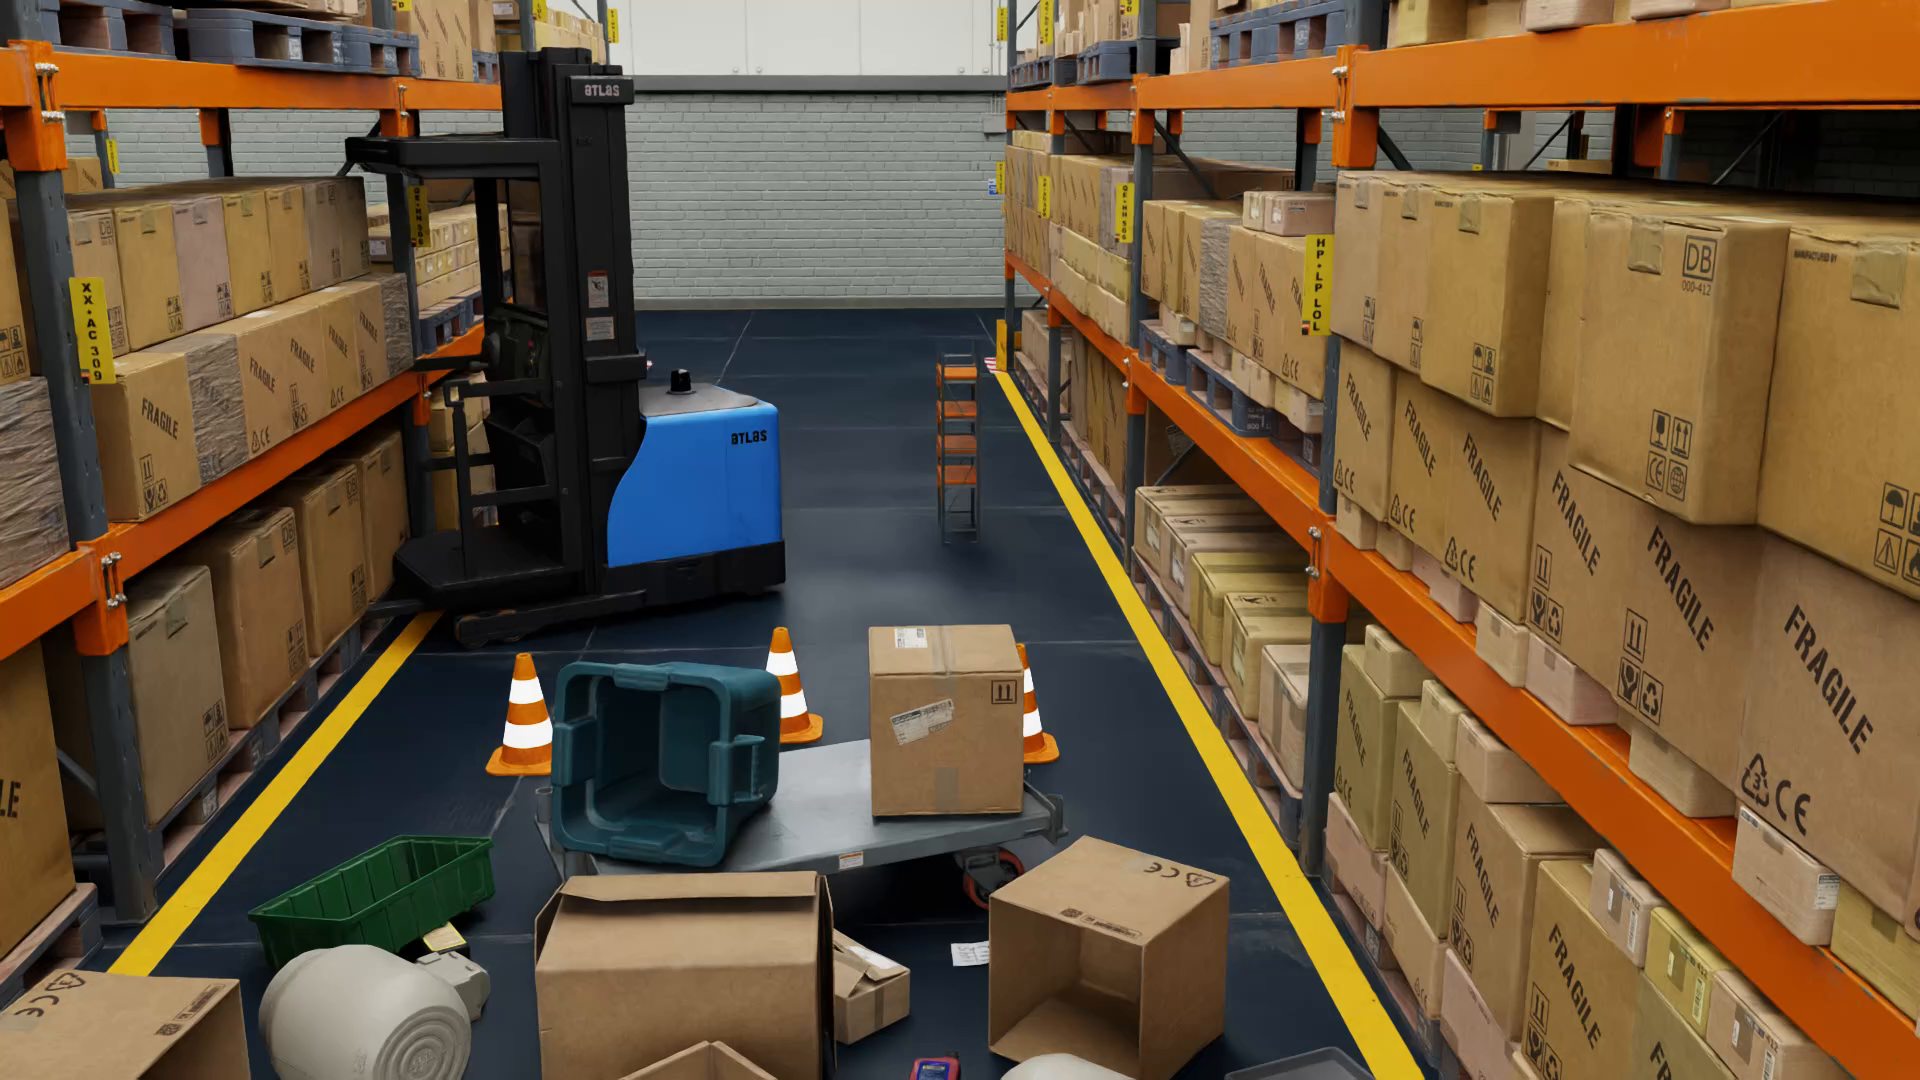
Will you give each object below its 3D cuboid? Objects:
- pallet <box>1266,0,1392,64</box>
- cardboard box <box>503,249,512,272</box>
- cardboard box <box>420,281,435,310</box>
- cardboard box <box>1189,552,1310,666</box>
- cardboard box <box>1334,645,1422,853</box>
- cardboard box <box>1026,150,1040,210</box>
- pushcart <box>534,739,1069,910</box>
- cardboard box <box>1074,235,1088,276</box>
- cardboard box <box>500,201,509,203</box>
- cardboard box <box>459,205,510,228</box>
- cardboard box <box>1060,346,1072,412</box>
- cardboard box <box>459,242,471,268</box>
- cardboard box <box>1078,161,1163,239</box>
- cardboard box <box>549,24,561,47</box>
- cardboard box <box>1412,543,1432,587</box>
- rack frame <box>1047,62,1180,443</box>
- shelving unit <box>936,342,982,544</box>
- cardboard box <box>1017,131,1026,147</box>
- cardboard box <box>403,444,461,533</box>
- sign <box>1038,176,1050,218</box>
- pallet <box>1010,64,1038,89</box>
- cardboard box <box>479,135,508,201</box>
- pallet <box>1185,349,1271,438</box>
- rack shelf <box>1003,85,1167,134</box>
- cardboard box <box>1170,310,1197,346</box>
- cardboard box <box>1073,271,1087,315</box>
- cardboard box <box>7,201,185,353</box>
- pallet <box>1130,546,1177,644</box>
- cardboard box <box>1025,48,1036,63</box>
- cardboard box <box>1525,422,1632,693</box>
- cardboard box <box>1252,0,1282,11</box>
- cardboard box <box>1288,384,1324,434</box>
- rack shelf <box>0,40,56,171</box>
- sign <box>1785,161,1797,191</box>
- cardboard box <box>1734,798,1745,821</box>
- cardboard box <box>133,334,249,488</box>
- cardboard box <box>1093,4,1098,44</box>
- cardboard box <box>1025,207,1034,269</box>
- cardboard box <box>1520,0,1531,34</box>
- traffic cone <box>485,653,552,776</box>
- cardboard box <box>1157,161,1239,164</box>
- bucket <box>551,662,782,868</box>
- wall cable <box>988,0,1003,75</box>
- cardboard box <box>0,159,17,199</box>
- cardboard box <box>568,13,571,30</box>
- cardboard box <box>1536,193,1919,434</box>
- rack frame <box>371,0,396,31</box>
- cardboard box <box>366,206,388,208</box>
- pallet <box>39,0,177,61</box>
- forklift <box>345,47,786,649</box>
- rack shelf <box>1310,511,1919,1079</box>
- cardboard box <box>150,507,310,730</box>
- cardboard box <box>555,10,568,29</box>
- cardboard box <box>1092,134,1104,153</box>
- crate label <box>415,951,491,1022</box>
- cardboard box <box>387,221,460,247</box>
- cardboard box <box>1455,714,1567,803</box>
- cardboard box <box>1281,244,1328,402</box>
[{"bbox_3d":[1.787,-1.793,5.832,1.213,0.211,1.003,-1,14,-3],"label":"pallet"},{"bbox_3d":[-3.458,-2.023,12.032,0.380,0.149,0.250,-1,14,-4],"label":"cardboard box"},{"bbox_3d":[-3.306,-1.432,9.734,0.380,0.149,0.250,0,14,-1],"label":"cardboard box"},{"bbox_3d":[1.591,0.311,7.728,0.950,0.372,0.625,0,14,-2],"label":"cardboard box"},{"bbox_3d":[1.486,0.640,5.190,0.500,0.500,0.500,0,14,-1],"label":"cardboard box"},{"bbox_3d":[0.854,-3.164,14.597,0.500,0.500,0.500,-1,14,-3],"label":"cardboard box"},{"bbox_3d":[-0.553,1.042,5.721,1.648,0.377,0.936,-6,16,-23],"label":"pushcart"},{"bbox_3d":[1.068,-1.940,11.346,0.500,0.250,0.500,-1,14,-5],"label":"cardboard box"},{"bbox_3d":[-3.490,-2.484,13.362,0.500,0.500,0.500,-1,14,-4],"label":"cardboard box"},{"bbox_3d":[-3.474,-2.370,12.186,0.380,0.149,0.250,-1,14,-5],"label":"cardboard box"},{"bbox_3d":[1.292,-1.386,14.192,0.875,0.438,0.875,-1,14,-4],"label":"cardboard box"},{"bbox_3d":[-3.374,-1.839,10.717,0.380,0.149,0.250,-1,14,-4],"label":"cardboard box"},{"bbox_3d":[1.090,-2.305,11.258,0.500,0.500,0.500,-1,14,-4],"label":"cardboard box"},{"bbox_3d":[-3.527,-4.034,13.462,0.500,0.250,0.500,-1,14,-4],"label":"cardboard box"},{"bbox_3d":[1.533,0.057,4.791,0.380,0.149,0.250,-1,14,-4],"label":"cardboard box"},{"bbox_3d":[1.223,-2.266,13.312,1.000,3.000,0.127,-1,14,-3],"label":"rack frame"},{"bbox_3d":[-0.010,-0.622,10.537,0.258,1.200,0.503,-1,14,-3],"label":"shelving unit"},{"bbox_3d":[0.745,-3.819,15.840,0.380,0.149,0.250,-1,14,-5],"label":"cardboard box"},{"bbox_3d":[-3.252,-0.342,10.009,0.500,0.500,0.500,-2,15,-6],"label":"cardboard box"},{"bbox_3d":[0.670,-2.714,13.160,0.100,0.325,0.005,-1,14,-3],"label":"sign"},{"bbox_3d":[1.032,-4.486,16.099,1.003,0.211,1.213,-1,14,-3],"label":"pallet"},{"bbox_3d":[-3.496,-2.957,13.194,0.500,0.500,0.500,-1,14,-2],"label":"cardboard box"},{"bbox_3d":[1.635,-0.686,7.559,1.003,0.211,1.213,-1,14,-3],"label":"pallet"},{"bbox_3d":[1.100,-3.867,14.961,1.077,0.370,4.000,-1,14,-3],"label":"rack shelf"},{"bbox_3d":[1.257,-1.060,8.290,0.380,0.149,0.250,-1,14,-3],"label":"cardboard box"},{"bbox_3d":[1.058,-1.699,11.409,0.500,0.250,0.500,-1,14,-4],"label":"cardboard box"},{"bbox_3d":[-3.286,-0.958,6.024,0.700,0.500,0.500,-1,14,-4],"label":"cardboard box"},{"bbox_3d":[1.518,0.274,9.038,1.003,0.211,1.213,-1,14,-3],"label":"pallet"},{"bbox_3d":[0.813,-4.569,15.706,0.380,0.149,0.250,0,14,-1],"label":"cardboard box"},{"bbox_3d":[1.592,0.020,3.631,0.500,0.500,0.500,-1,14,-3],"label":"cardboard box"},{"bbox_3d":[1.481,-2.255,6.710,0.500,0.250,0.500,-1,14,-3],"label":"cardboard box"},{"bbox_3d":[1.412,-0.481,6.039,0.380,0.149,0.250,-1,14,-3],"label":"cardboard box"},{"bbox_3d":[-3.091,-0.781,2.967,1.077,0.370,4.000,-1,14,-3],"label":"rack shelf"},{"bbox_3d":[6.731,-2.913,13.506,0.100,0.325,0.005,-1,14,-3],"label":"sign"},{"bbox_3d":[1.688,0.496,3.083,0.380,0.149,0.250,-1,14,-3],"label":"cardboard box"},{"bbox_3d":[-3.011,-0.483,6.185,0.500,0.500,0.500,-1,14,-3],"label":"cardboard box"},{"bbox_3d":[1.037,-3.199,10.347,0.396,0.266,0.258,-1,14,-5],"label":"cardboard box"},{"bbox_3d":[0.856,-2.678,14.715,0.500,0.500,0.500,-1,14,-4],"label":"cardboard box"},{"bbox_3d":[1.561,-1.270,3.928,0.380,0.149,0.250,-1,14,-5],"label":"cardboard box"},{"bbox_3d":[-1.791,0.697,6.888,0.336,0.463,0.334,-1,14,-3],"label":"traffic cone"},{"bbox_3d":[1.600,-2.308,11.268,0.500,0.500,0.500,-1,14,-3],"label":"cardboard box"},{"bbox_3d":[-0.906,0.673,5.410,0.726,0.611,0.620,4,5,16],"label":"bucket"},{"bbox_3d":[0.342,-7.576,21.912,0.463,3.000,0.029,-1,14,-3],"label":"wall cable"},{"bbox_3d":[-9.124,-3.294,15.509,0.500,0.500,0.500,-1,14,-5],"label":"cardboard box"},{"bbox_3d":[-3.550,-4.448,14.272,0.380,0.149,0.250,-1,14,-5],"label":"cardboard box"},{"bbox_3d":[1.667,-0.459,3.486,0.700,0.500,0.500,-1,14,-4],"label":"cardboard box"},{"bbox_3d":[-3.463,-4.075,8.303,1.000,3.000,0.127,-1,14,-3],"label":"rack frame"},{"bbox_3d":[-4.122,-2.360,12.145,0.380,0.149,0.250,0,14,-2],"label":"cardboard box"},{"bbox_3d":[-3.321,-1.762,5.718,0.805,0.209,1.217,-1,15,-6],"label":"pallet"},{"bbox_3d":[-2.497,-1.021,8.611,3.031,2.935,1.130,-9,17,-32],"label":"forklift"},{"bbox_3d":[1.843,0.570,3.736,1.077,0.370,4.000,-1,14,-3],"label":"rack shelf"},{"bbox_3d":[-3.399,0.319,6.940,1.050,0.750,0.750,-1,14,-3],"label":"cardboard box"},{"bbox_3d":[-3.521,-4.383,14.019,0.380,0.149,0.250,0,14,-1],"label":"cardboard box"},{"bbox_3d":[0.979,-3.251,13.634,0.380,0.149,0.250,-1,14,-2],"label":"cardboard box"},{"bbox_3d":[-1.575,1.353,4.991,0.298,0.136,0.250,-13,20,-42],"label":"crate label"},{"bbox_3d":[-3.363,-1.918,10.429,0.380,0.149,0.250,0,14,-1],"label":"cardboard box"},{"bbox_3d":[1.487,0.553,4.228,0.380,0.149,0.250,0,14,0],"label":"cardboard box"},{"bbox_3d":[1.461,-0.783,5.910,0.500,0.500,0.500,-1,14,-4],"label":"cardboard box"}]
